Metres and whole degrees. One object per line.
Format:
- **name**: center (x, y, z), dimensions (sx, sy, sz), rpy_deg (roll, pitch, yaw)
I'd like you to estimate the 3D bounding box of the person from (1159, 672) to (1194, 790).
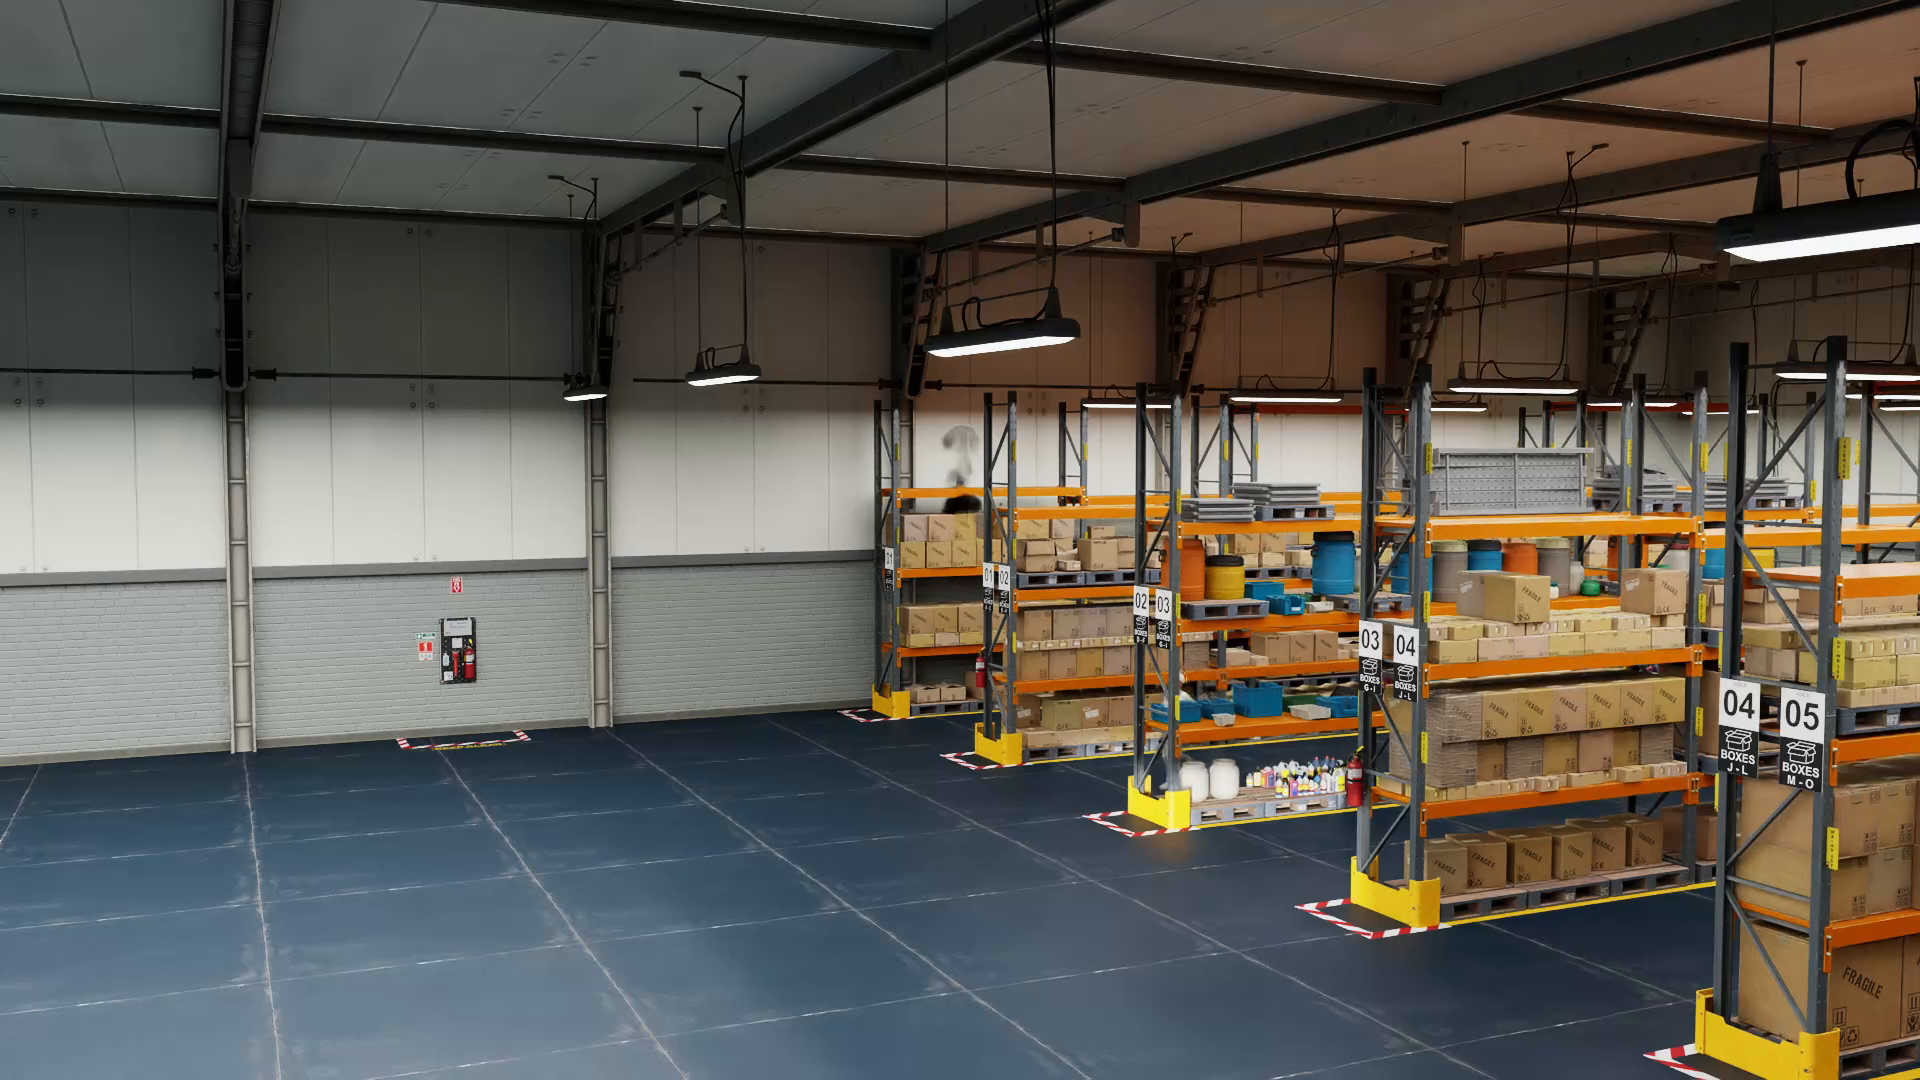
- **person**: center (3.271, 2.856, 24.992), dimensions (0.712, 1.754, 0.672), rpy_deg (-2, 4, -36)
